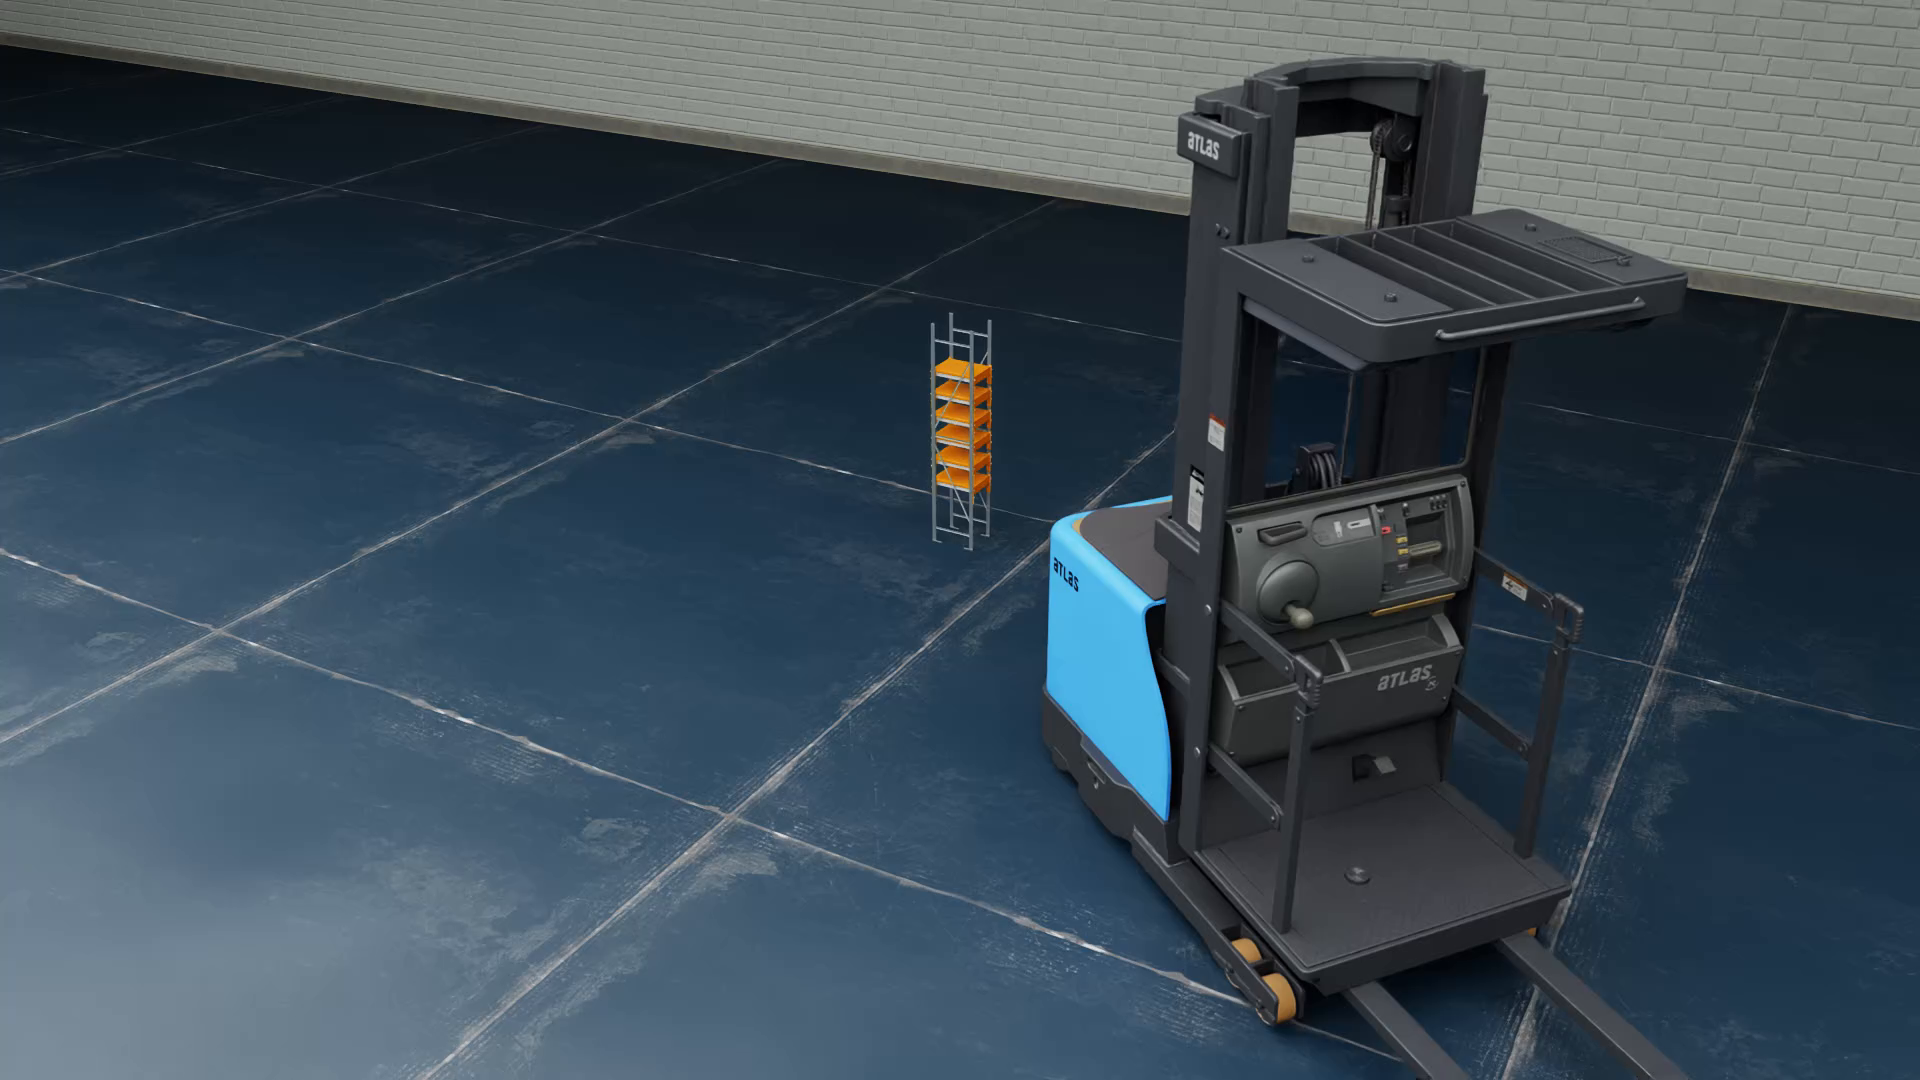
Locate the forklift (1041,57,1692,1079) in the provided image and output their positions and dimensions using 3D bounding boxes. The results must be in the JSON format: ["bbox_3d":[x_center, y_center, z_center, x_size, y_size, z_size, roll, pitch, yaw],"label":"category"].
[{"bbox_3d":[1.390,0.081,5.314,1.130,2.935,3.031,-11,29,-21],"label":"forklift"}]

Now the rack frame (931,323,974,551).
[{"bbox_3d":[-0.038,-0.507,8.421,0.240,1.200,0.006,14,30,26],"label":"rack frame"}]

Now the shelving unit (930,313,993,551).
[{"bbox_3d":[0.007,-0.542,8.493,0.258,1.200,0.189,14,30,26],"label":"shelving unit"}]

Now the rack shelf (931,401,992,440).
[{"bbox_3d":[0.007,-0.610,8.459,0.258,0.103,0.180,14,30,26],"label":"rack shelf"}]

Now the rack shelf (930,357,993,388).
[{"bbox_3d":[0.007,-0.824,8.351,0.258,0.103,0.180,14,30,26],"label":"rack shelf"}]

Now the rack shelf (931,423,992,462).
[{"bbox_3d":[0.007,-0.502,8.513,0.258,0.103,0.180,14,30,26],"label":"rack shelf"}]

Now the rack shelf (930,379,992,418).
[{"bbox_3d":[0.007,-0.717,8.405,0.258,0.103,0.180,14,30,26],"label":"rack shelf"}]

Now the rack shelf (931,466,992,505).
[{"bbox_3d":[0.007,-0.288,8.620,0.258,0.103,0.180,14,30,26],"label":"rack shelf"}]

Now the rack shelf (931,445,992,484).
[{"bbox_3d":[0.007,-0.395,8.566,0.258,0.103,0.180,14,30,26],"label":"rack shelf"}]

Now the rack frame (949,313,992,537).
[{"bbox_3d":[0.052,-0.578,8.564,0.240,1.200,0.006,14,30,26],"label":"rack frame"}]
